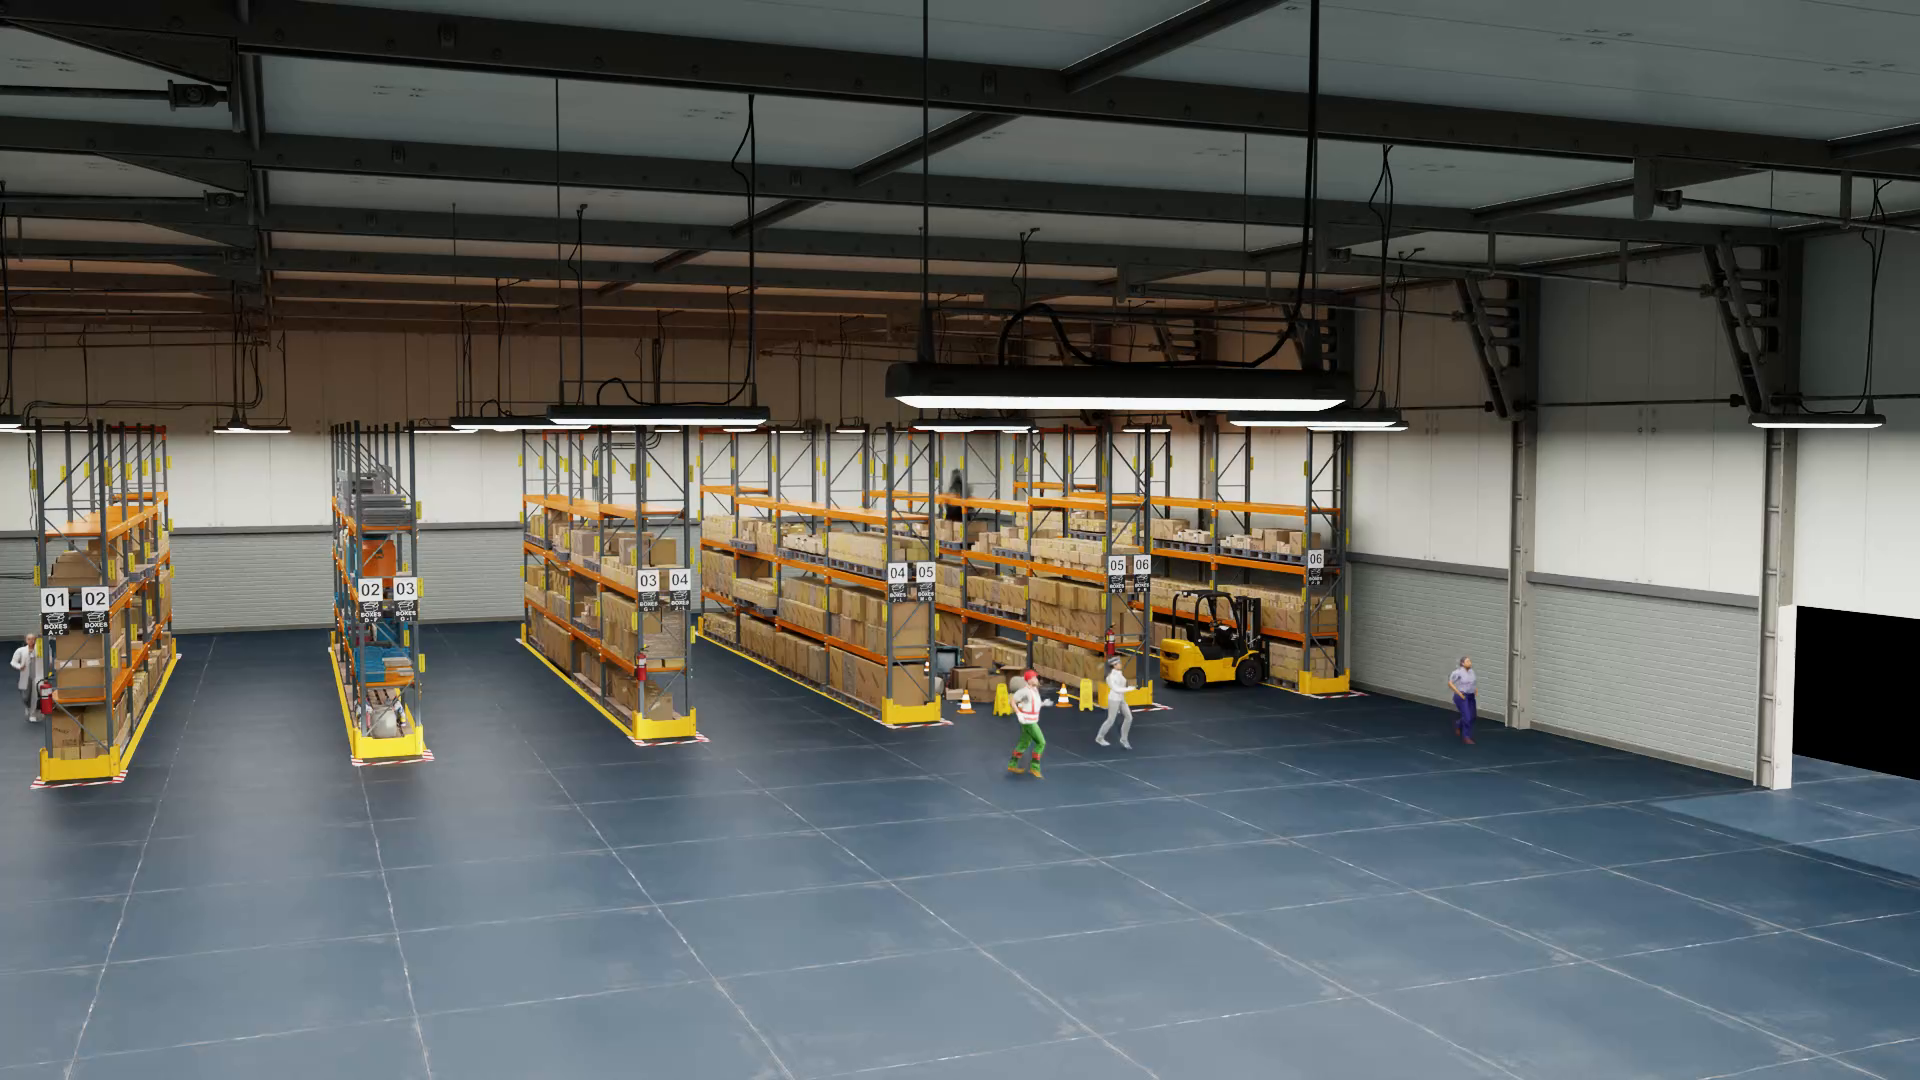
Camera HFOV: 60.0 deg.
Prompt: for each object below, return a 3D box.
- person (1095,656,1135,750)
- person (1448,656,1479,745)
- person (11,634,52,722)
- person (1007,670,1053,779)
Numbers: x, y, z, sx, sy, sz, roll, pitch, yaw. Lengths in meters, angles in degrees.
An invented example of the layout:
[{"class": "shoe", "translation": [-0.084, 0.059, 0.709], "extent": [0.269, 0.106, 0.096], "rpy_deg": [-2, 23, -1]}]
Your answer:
[{"class": "person", "translation": [2.845, 2.975, 30.400], "extent": [0.742, 1.744, 0.576], "rpy_deg": [2, 4, 24]}, {"class": "person", "translation": [9.403, 2.977, 31.113], "extent": [0.614, 1.628, 0.652], "rpy_deg": [-2, 4, -29]}, {"class": "person", "translation": [-18.649, 2.754, 33.416], "extent": [0.718, 1.746, 0.834], "rpy_deg": [-2, 4, -29]}, {"class": "person", "translation": [1.170, 3.099, 27.921], "extent": [0.775, 1.850, 0.615], "rpy_deg": [1, 4, 14]}]
